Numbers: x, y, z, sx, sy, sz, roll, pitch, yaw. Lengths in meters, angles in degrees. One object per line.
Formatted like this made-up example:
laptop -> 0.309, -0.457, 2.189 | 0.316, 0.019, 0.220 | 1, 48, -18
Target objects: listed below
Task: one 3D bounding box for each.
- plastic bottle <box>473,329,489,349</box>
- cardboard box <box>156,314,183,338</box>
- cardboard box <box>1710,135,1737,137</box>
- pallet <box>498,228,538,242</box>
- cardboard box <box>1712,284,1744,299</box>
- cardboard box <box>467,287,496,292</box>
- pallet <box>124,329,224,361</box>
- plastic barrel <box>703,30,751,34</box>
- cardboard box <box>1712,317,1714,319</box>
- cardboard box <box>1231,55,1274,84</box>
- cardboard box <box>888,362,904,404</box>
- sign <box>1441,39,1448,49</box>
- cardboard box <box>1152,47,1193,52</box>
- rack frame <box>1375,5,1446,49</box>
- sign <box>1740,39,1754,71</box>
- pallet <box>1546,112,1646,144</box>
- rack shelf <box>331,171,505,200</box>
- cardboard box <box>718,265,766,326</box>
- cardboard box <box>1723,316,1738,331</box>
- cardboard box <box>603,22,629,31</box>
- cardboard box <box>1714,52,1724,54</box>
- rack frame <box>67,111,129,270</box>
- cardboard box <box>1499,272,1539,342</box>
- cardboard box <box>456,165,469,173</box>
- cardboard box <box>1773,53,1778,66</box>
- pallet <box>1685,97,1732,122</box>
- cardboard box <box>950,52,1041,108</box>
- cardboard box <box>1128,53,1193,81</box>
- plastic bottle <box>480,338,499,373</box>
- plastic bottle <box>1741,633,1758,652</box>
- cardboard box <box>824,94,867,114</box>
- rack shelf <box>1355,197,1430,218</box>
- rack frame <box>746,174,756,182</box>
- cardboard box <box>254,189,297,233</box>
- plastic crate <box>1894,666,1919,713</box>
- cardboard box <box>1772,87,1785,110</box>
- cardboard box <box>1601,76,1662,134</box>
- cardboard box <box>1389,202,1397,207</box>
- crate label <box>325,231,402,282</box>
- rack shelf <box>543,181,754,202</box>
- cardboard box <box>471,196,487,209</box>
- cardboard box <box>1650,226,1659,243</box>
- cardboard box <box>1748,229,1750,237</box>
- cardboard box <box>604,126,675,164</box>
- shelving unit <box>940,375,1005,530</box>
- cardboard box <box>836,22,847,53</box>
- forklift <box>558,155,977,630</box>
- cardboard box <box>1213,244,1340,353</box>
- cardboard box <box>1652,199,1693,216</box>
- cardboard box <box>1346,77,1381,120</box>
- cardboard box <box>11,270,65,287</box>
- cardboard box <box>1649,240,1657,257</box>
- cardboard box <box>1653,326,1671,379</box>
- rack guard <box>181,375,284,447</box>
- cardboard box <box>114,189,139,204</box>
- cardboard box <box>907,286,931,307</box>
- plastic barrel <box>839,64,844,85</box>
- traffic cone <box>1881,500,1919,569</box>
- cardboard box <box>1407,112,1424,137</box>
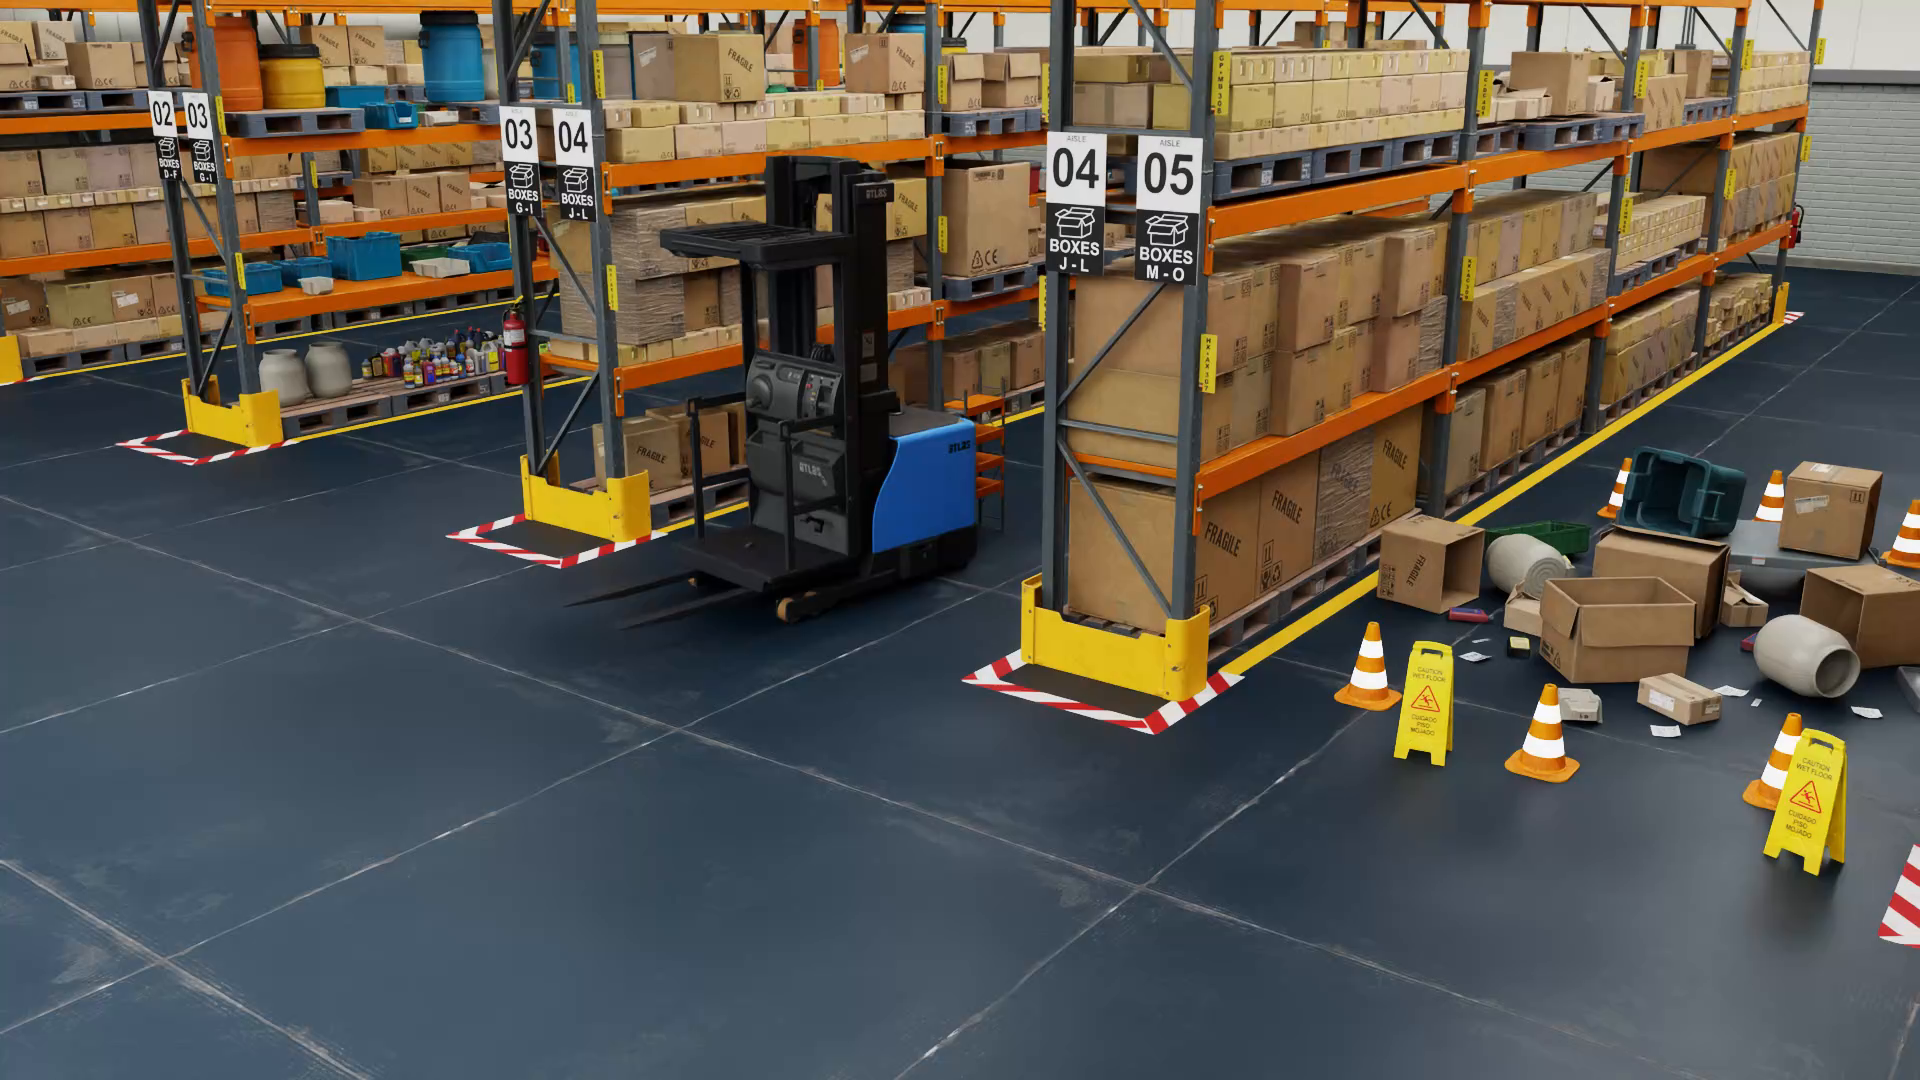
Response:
plastic bottle -> -5.278, -2.160, 18.366 | 0.144, 0.351, 0.185 | 12, 21, 35
cardboard box -> -9.545, -2.615, 20.037 | 0.500, 0.250, 0.500 | 12, 21, 35
cardboard box -> 9.368, -4.808, 20.811 | 0.500, 0.500, 0.500 | 12, 21, 33
pallet -> -8.168, -5.486, 30.055 | 1.003, 0.211, 1.213 | 12, 21, 35
cardboard box -> 9.545, -3.093, 20.740 | 0.380, 0.149, 0.250 | 12, 21, 33
cardboard box -> -6.896, -3.664, 23.414 | 0.500, 0.250, 0.500 | 13, 21, 36
pallet -> -9.789, -2.430, 20.212 | 1.003, 0.211, 1.213 | 12, 21, 35
plastic barrel -> -2.859, -5.827, 20.546 | 0.600, 0.901, 0.600 | 0, 17, 0
cardboard box -> 8.640, -2.576, 19.578 | 0.380, 0.149, 0.250 | 13, 21, 35
cardboard box -> 1.543, -2.655, 9.381 | 0.380, 0.149, 0.250 | 13, 21, 35
cardboard box -> -0.872, -1.403, 15.709 | 0.500, 0.500, 0.500 | 12, 21, 33
sign -> 6.976, -7.060, 24.005 | 0.100, 0.325, 0.005 | 12, 21, 35
cardboard box -> 2.531, -5.497, 19.452 | 0.500, 0.500, 0.500 | 14, 22, 38
rack frame -> 6.549, -8.207, 23.999 | 1.000, 3.000, 0.127 | 12, 21, 35
sign -> 8.536, -5.259, 18.028 | 0.100, 0.325, 0.005 | 12, 21, 35
pallet -> 5.364, -3.716, 14.912 | 1.213, 0.211, 1.003 | 14, 22, 37
rack shelf -> -8.960, -6.195, 28.849 | 1.077, 0.370, 4.000 | 12, 21, 35
cardboard box -> -2.101, -2.099, 13.775 | 0.875, 0.500, 0.500 | 12, 21, 35
cardboard box -> 9.304, -2.674, 20.396 | 0.380, 0.149, 0.250 | 12, 21, 33
cardboard box -> -5.299, -7.492, 24.898 | 0.500, 0.500, 0.500 | 12, 21, 35
cardboard box -> 8.940, -5.778, 19.973 | 0.380, 0.149, 0.250 | 12, 21, 34
rack frame -> -12.535, -5.110, 24.141 | 1.000, 3.000, 0.127 | 12, 21, 35
cardboard box -> 4.452, -1.948, 13.790 | 0.500, 0.500, 0.500 | 12, 21, 34
cardboard box -> -8.703, -6.418, 28.744 | 0.380, 0.149, 0.250 | 13, 22, 36
cardboard box -> 9.423, -5.675, 19.639 | 0.380, 0.149, 0.250 | 12, 21, 33
pallet -> 7.635, -4.703, 18.091 | 1.213, 0.211, 1.003 | 12, 21, 35
cardboard box -> 0.319, -4.485, 16.190 | 0.797, 0.503, 0.637 | 13, 22, 37
cardboard box -> 1.169, -2.833, 9.953 | 0.380, 0.149, 0.250 | 13, 21, 36
plastic bottle -> -5.038, -1.977, 17.778 | 0.144, 0.351, 0.185 | 12, 21, 34
plastic bottle -> 5.082, 0.646, 10.559 | 0.283, 0.061, 0.133 | -16, 23, -41
cardboard box -> -1.019, -3.714, 14.168 | 0.380, 0.149, 0.250 | 12, 21, 33
rack shelf -> 5.357, -4.522, 23.461 | 1.077, 0.370, 4.000 | 12, 21, 35
rack frame -> -3.788, -6.141, 27.460 | 1.000, 3.000, 0.127 | 12, 21, 35
cardboard box -> -8.814, -4.176, 20.966 | 0.700, 0.500, 0.500 | 12, 21, 33
plastic crate -> 5.763, 0.891, 9.741 | 0.402, 0.080, 0.583 | 5, 18, 16
cardboard box -> 9.508, -5.279, 19.879 | 0.500, 0.250, 0.500 | 14, 22, 37
cardboard box -> 6.259, -4.105, 15.680 | 0.500, 0.500, 0.500 | 12, 21, 35
cardboard box -> 5.994, -4.836, 23.681 | 0.380, 0.149, 0.250 | 12, 21, 33
crate label -> -6.083, -2.910, 16.996 | 0.502, 0.435, 0.616 | 12, 21, 35
rack shelf -> -4.980, -5.321, 26.033 | 1.077, 0.370, 4.000 | 12, 21, 35
cardboard box -> -6.886, -4.754, 23.420 | 0.380, 0.149, 0.250 | 14, 22, 39
cardboard box -> 6.921, -3.145, 17.029 | 0.380, 0.149, 0.250 | 12, 21, 34
cardboard box -> 9.388, -3.773, 20.259 | 0.380, 0.149, 0.250 | 13, 22, 37
cardboard box -> -2.490, -2.961, 12.417 | 0.500, 0.250, 0.500 | 13, 22, 36
shelving unit -> 0.099, -0.612, 12.693 | 0.258, 1.200, 0.503 | 12, 21, 35
cardboard box -> -2.276, -8.684, 28.737 | 0.700, 0.500, 0.500 | 12, 21, 35
forklift -> -1.273, -1.023, 11.097 | 3.031, 2.935, 1.130 | -16, 24, -42
cardboard box -> 1.887, -1.556, 10.624 | 0.875, 0.550, 0.550 | 12, 21, 35
cardboard box -> 7.691, -3.598, 17.985 | 0.380, 0.149, 0.250 | 12, 21, 33
cardboard box -> 2.333, -2.812, 10.559 | 0.500, 0.250, 0.500 | 12, 21, 34
cardboard box -> -13.122, -3.872, 23.627 | 0.500, 0.500, 0.500 | 11, 20, 31
cardboard box -> 6.922, -3.004, 17.074 | 0.380, 0.149, 0.250 | 13, 21, 35
cardboard box -> 7.235, -2.031, 17.734 | 0.500, 0.500, 0.500 | 12, 21, 34
rack guard -> -6.955, -1.239, 15.891 | 1.175, 0.500, 0.348 | 12, 21, 35
cardboard box -> -9.766, -4.003, 19.313 | 0.380, 0.149, 0.250 | 12, 21, 34
cardboard box -> -0.493, -2.261, 15.390 | 0.380, 0.149, 0.250 | 12, 21, 35
plastic barrel -> -1.675, -6.160, 21.990 | 0.301, 0.262, 0.301 | 0, 17, 0
traffic cone -> 6.972, -0.064, 12.170 | 0.336, 0.463, 0.334 | 12, 21, 35
cardboard box -> 2.906, -2.818, 11.250 | 0.380, 0.149, 0.250 | 13, 21, 35
